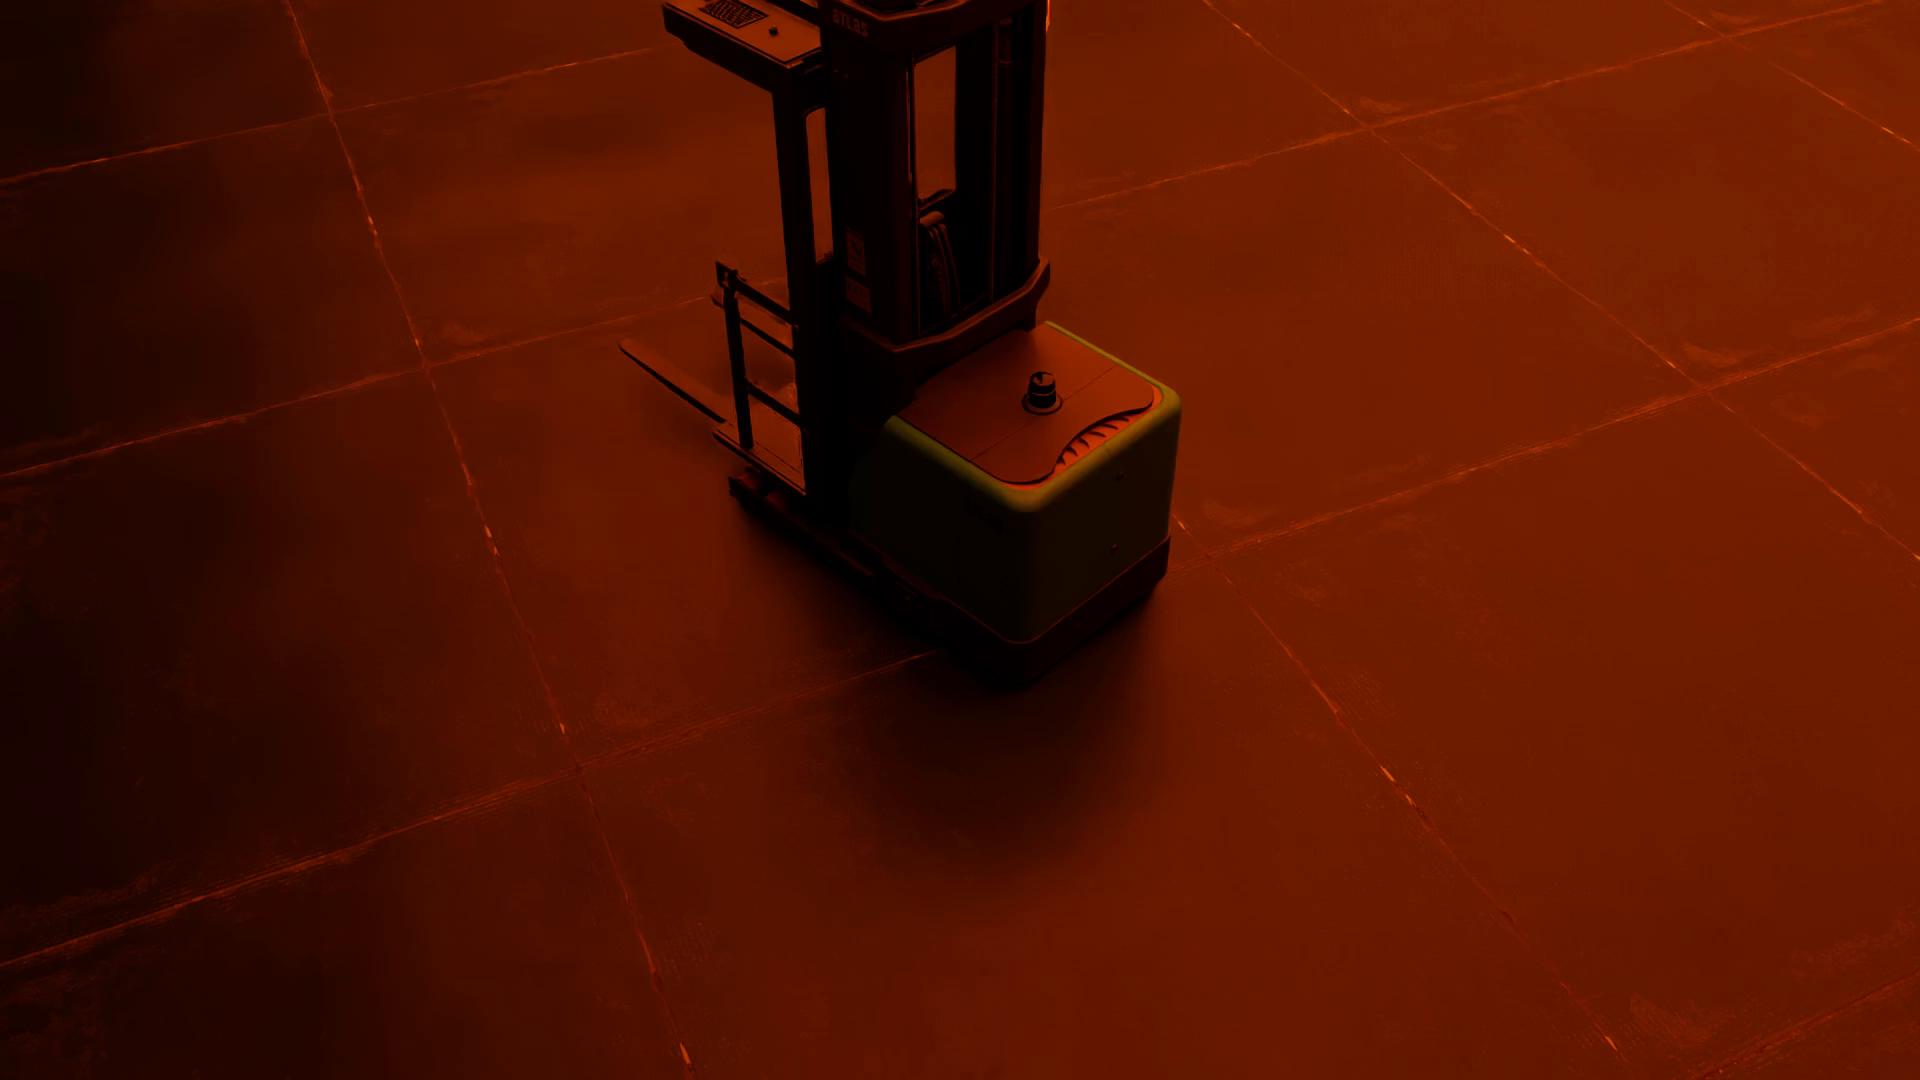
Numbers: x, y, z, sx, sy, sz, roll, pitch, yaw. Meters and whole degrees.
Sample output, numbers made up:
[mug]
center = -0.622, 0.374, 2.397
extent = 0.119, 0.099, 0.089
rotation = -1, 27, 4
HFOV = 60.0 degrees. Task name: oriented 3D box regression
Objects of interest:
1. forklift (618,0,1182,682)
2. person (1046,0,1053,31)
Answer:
[forklift]
center = -0.460, -1.363, 7.141
extent = 3.031, 2.935, 1.130
rotation = 34, 53, 31
[person]
center = 0.237, -2.486, 9.285
extent = 0.628, 1.761, 0.865
rotation = -14, 45, -15
